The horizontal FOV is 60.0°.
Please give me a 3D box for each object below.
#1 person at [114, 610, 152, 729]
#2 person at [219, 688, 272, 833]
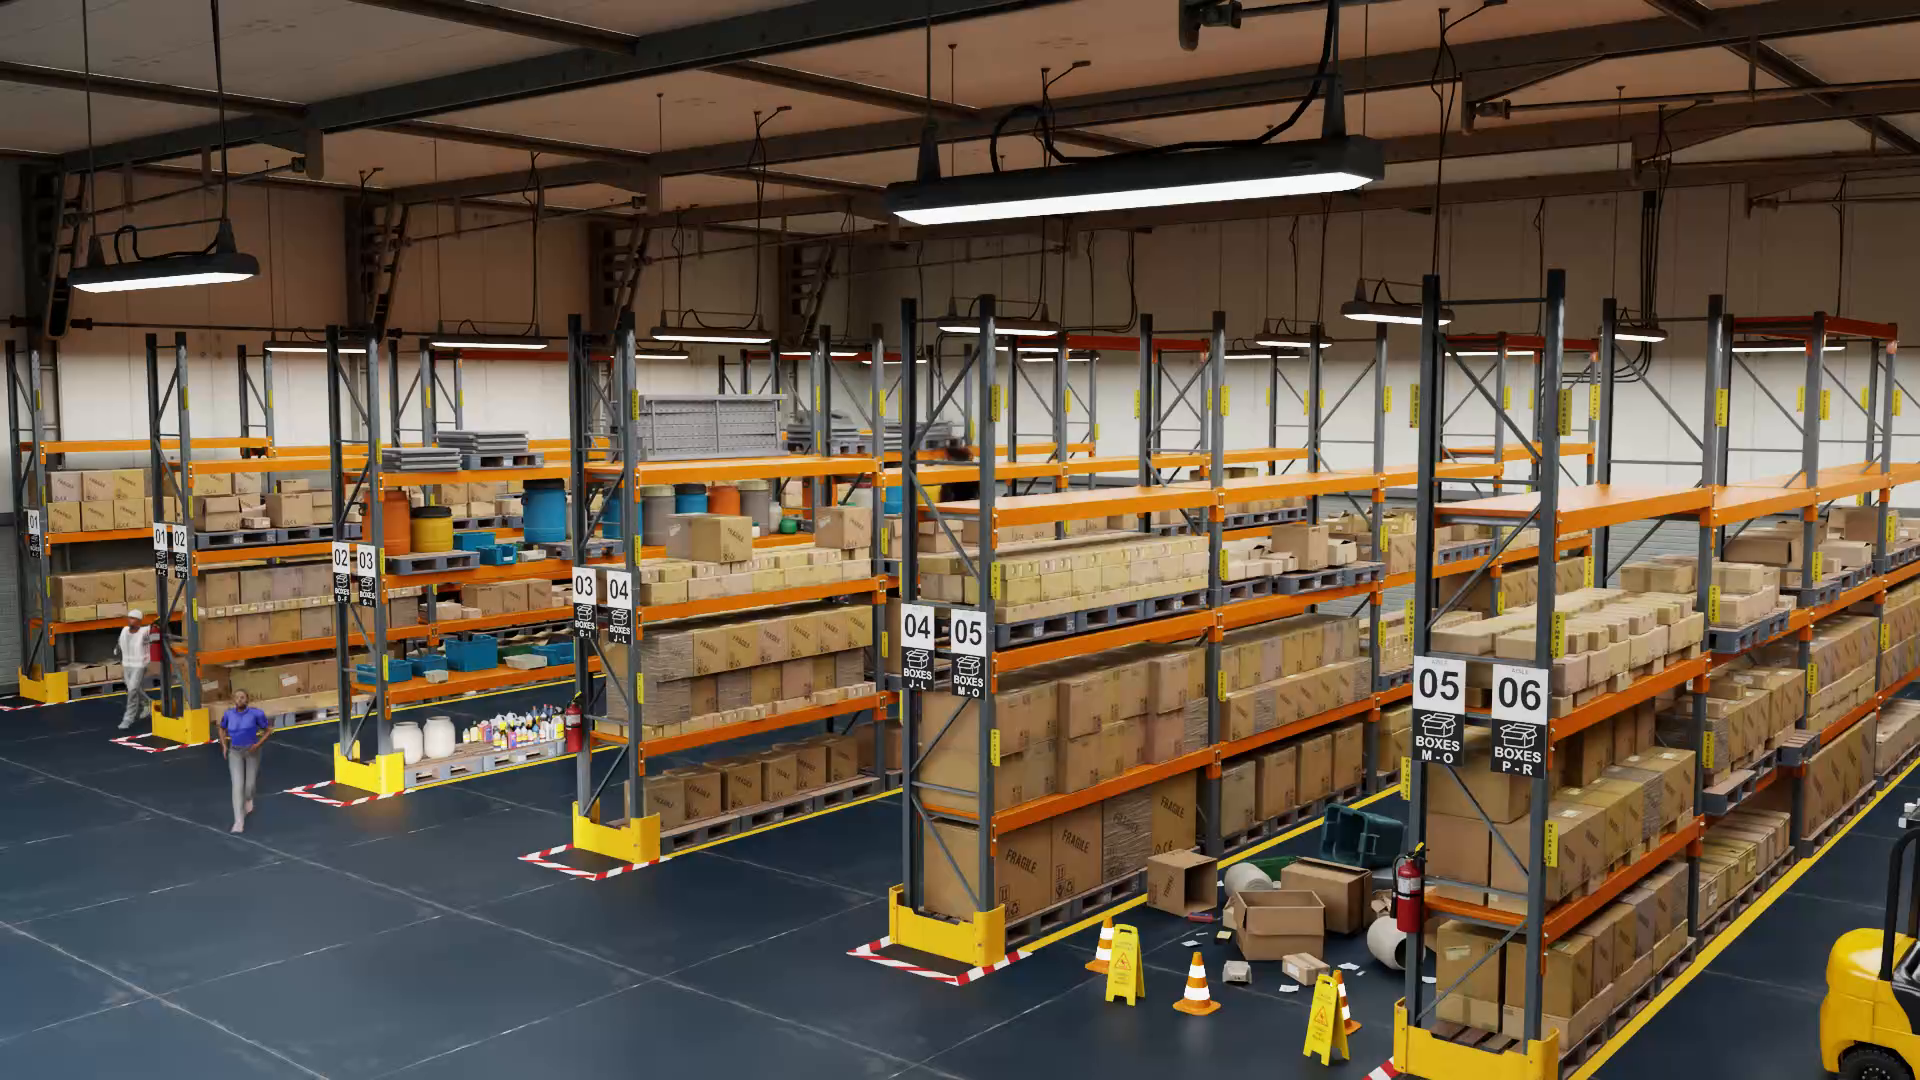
[{"bbox_3d":[-12.701,1.976,25.701,0.706,1.828,0.820,2,5,17],"label":"person"},{"bbox_3d":[-8.495,2.581,19.792,0.590,1.669,0.799,-2,5,-18],"label":"person"}]
